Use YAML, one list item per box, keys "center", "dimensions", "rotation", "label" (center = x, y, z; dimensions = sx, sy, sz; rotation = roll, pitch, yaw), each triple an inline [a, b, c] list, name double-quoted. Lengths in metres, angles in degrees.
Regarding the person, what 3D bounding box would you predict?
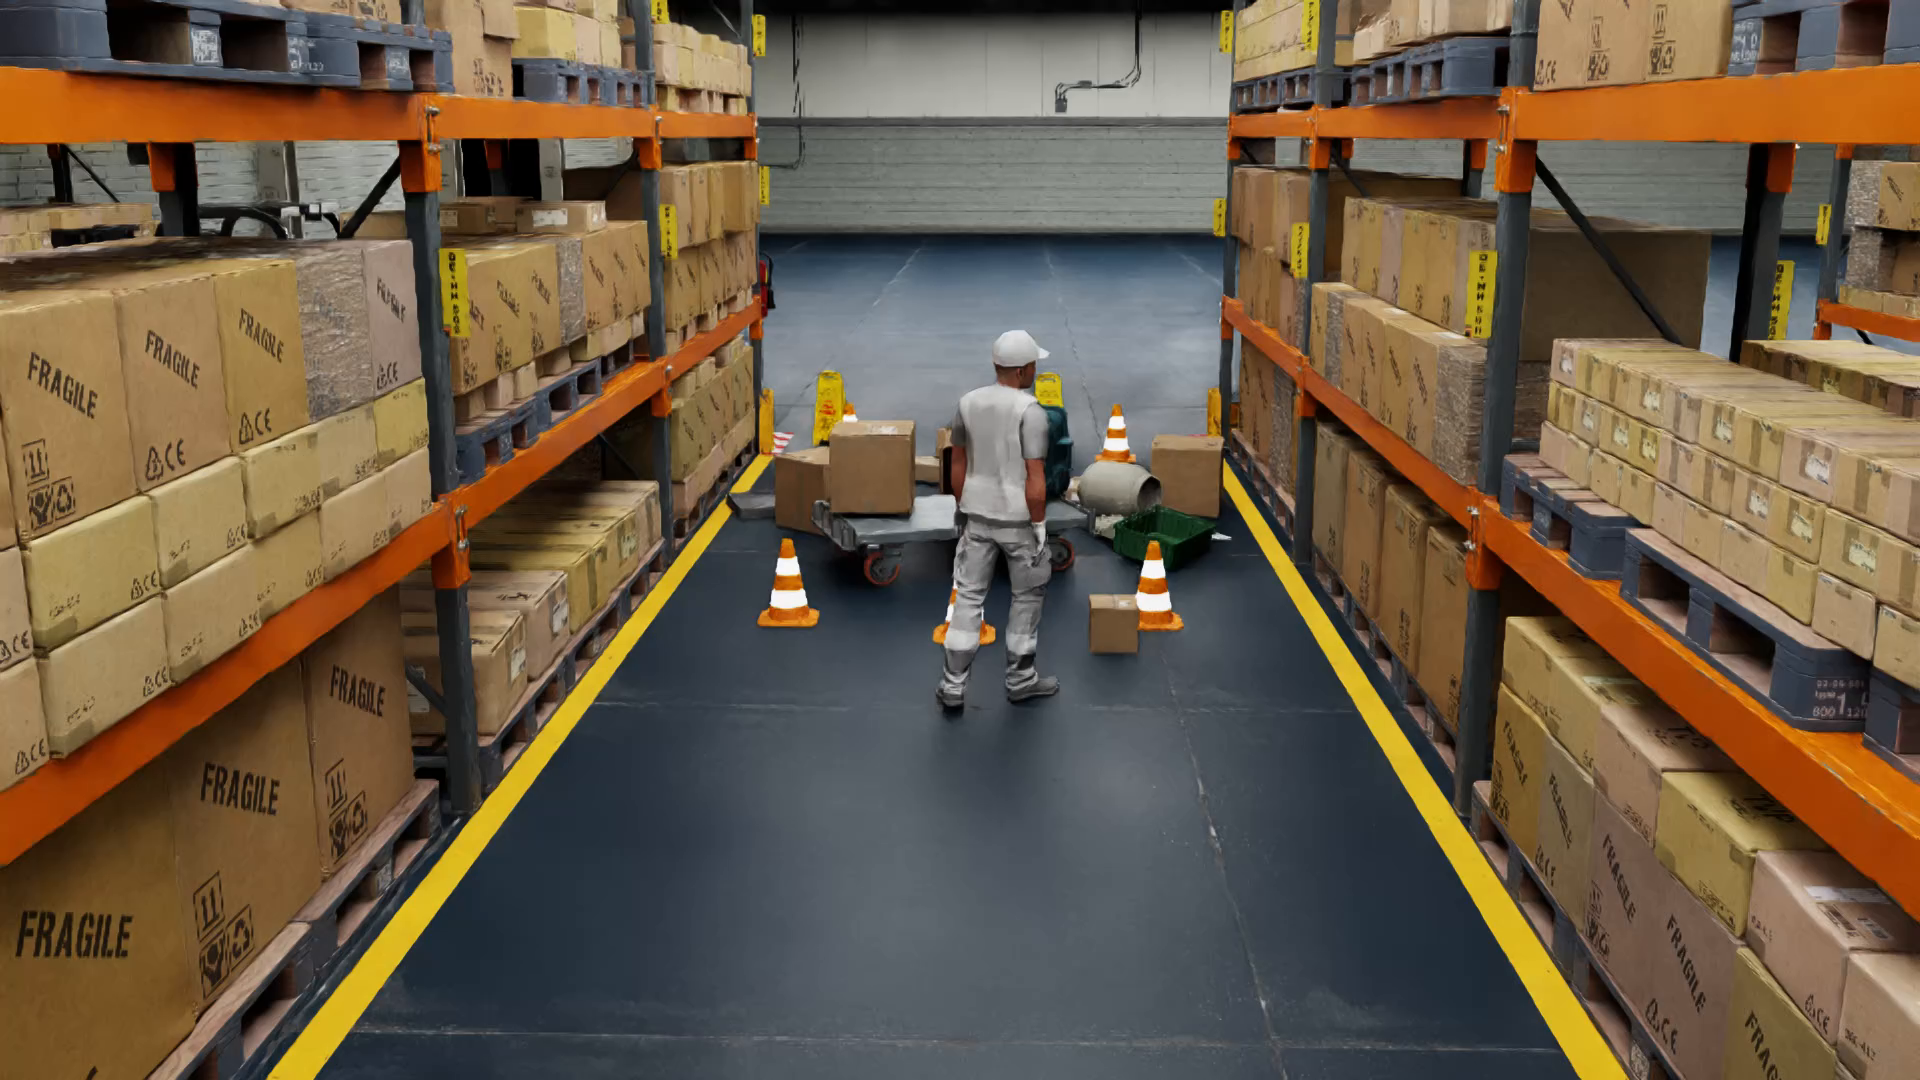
- center: [0.191, -0.093, 7.823]
  dimensions: [0.581, 1.788, 0.600]
  rotation: [8, 16, 31]
  label: "person"
